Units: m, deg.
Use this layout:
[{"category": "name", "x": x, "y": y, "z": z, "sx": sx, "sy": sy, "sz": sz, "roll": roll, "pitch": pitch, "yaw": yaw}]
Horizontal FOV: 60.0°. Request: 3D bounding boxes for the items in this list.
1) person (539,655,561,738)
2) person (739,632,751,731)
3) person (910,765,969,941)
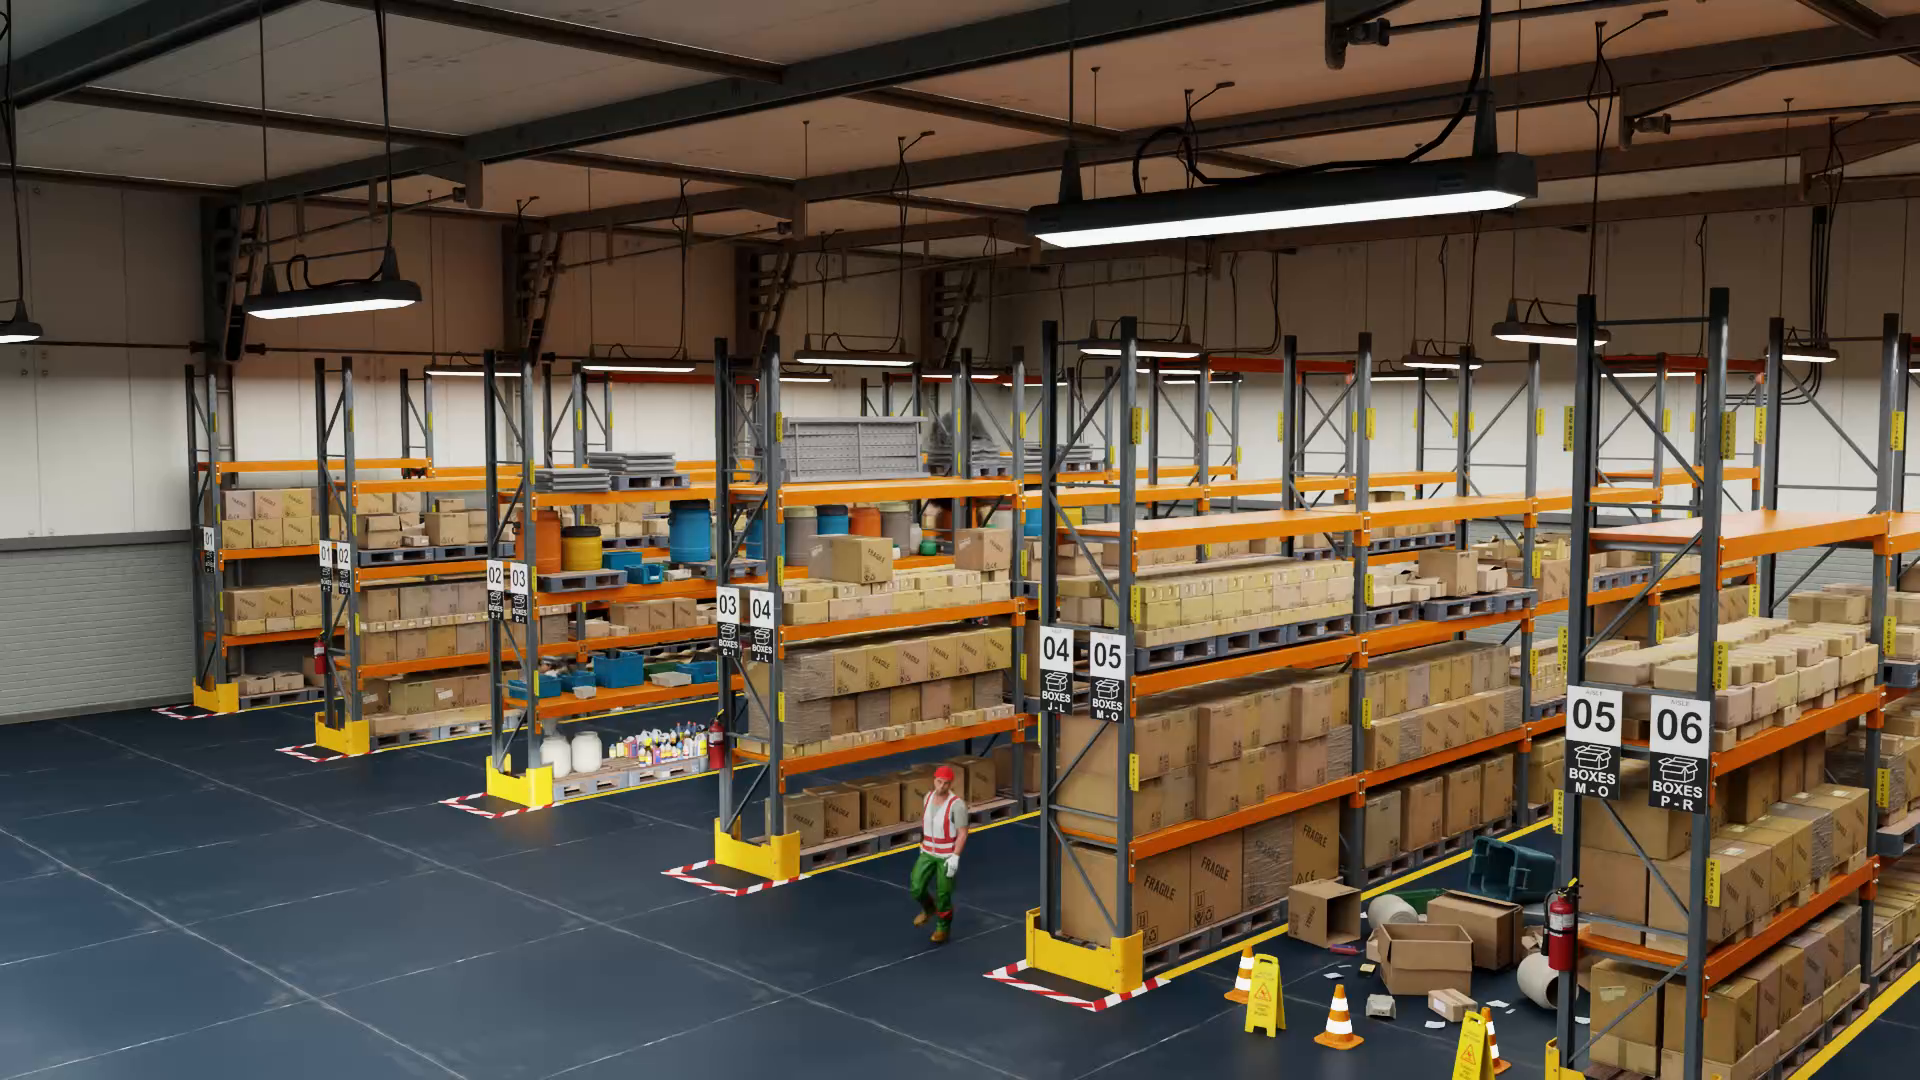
[{"category": "person", "x": -5.978, "y": 2.497, "z": 24.428, "sx": 0.455, "sy": 1.674, "sz": 0.721, "roll": -1, "pitch": 4, "yaw": -8}, {"category": "person", "x": -3.291, "y": 2.231, "z": 27.206, "sx": 0.707, "sy": 1.731, "sz": 0.649, "roll": 3, "pitch": 5, "yaw": 31}, {"category": "person", "x": -0.215, "y": 3.035, "z": 16.103, "sx": 0.699, "sy": 1.745, "sz": 0.548, "roll": 3, "pitch": 5, "yaw": 31}]
